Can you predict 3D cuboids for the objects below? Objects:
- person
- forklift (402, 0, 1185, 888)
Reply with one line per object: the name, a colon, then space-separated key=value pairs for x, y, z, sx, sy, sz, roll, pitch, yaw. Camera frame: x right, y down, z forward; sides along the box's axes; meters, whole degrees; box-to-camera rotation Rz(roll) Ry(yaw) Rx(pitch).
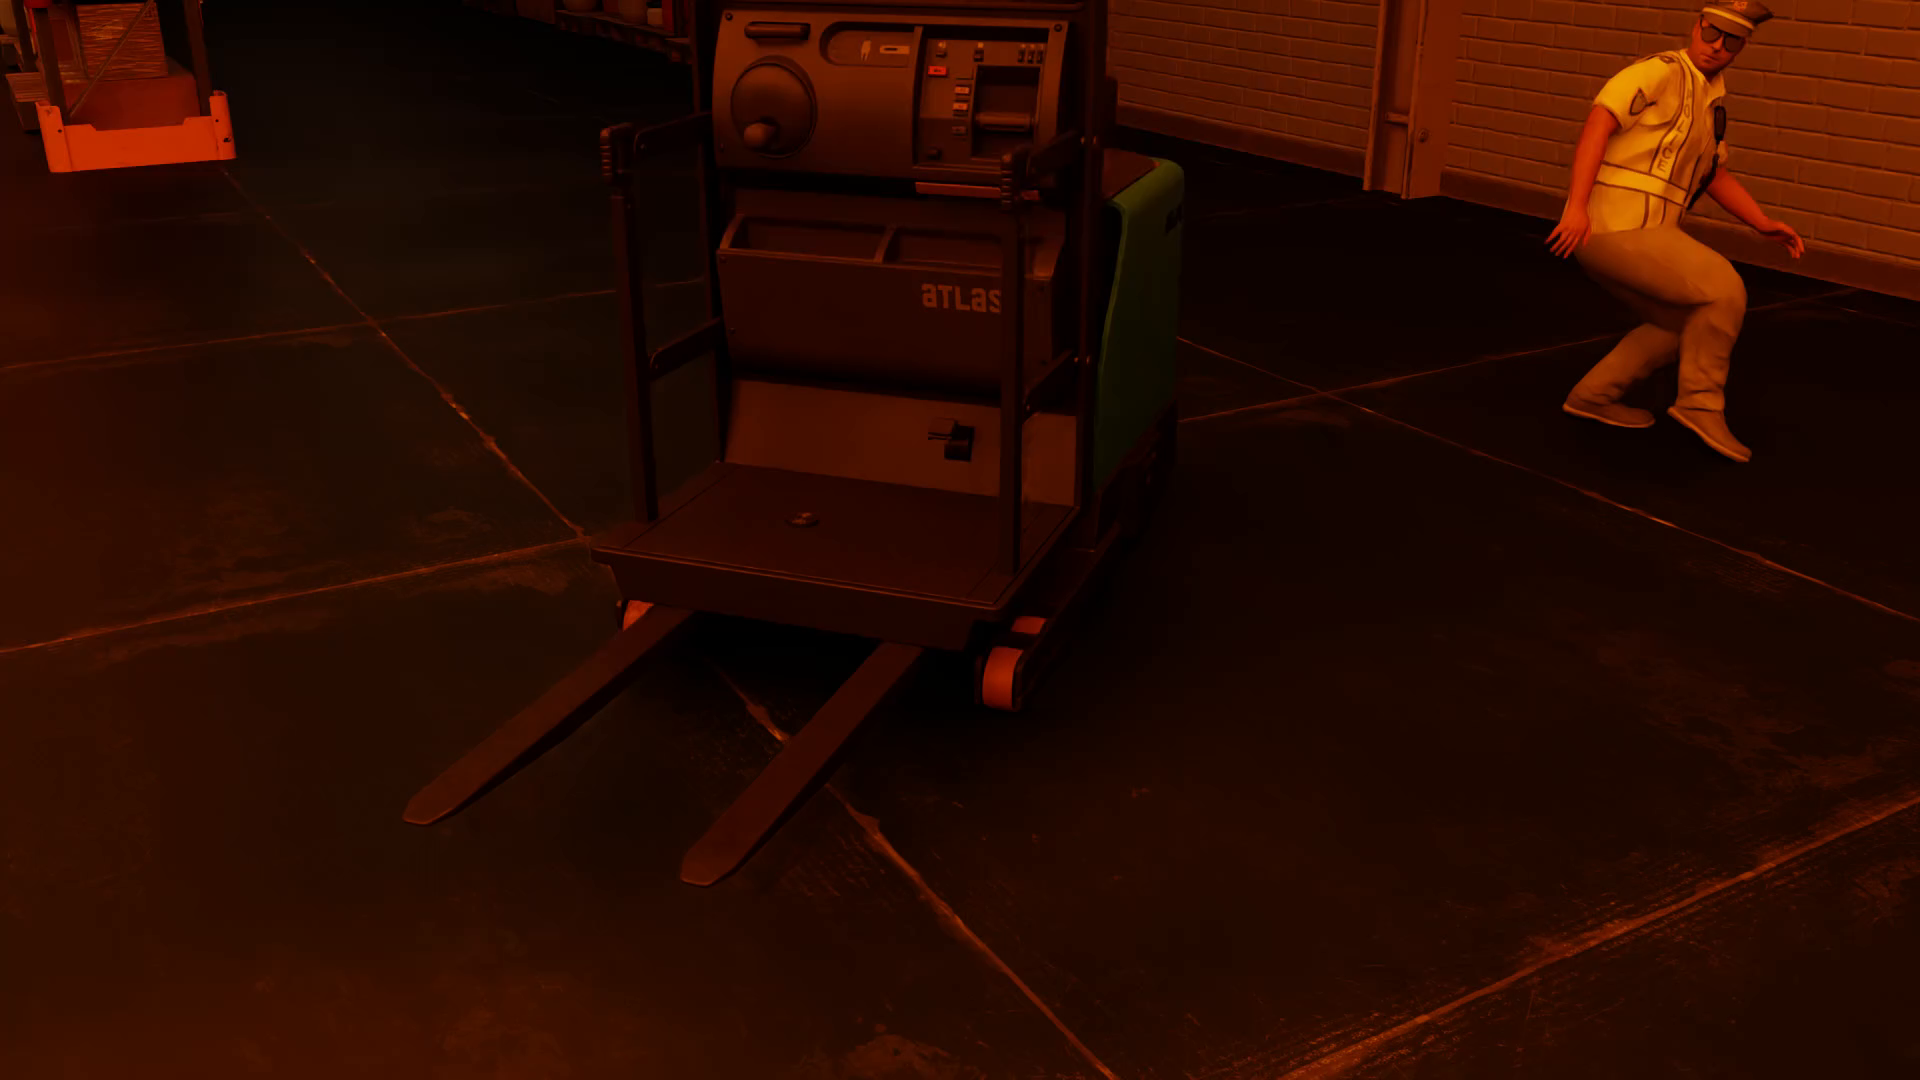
person: x=2.482 y=-1.072 z=5.720 sx=0.777 sy=1.570 sz=0.773 roll=12 pitch=25 yaw=27
forklift: x=-0.257 y=-1.105 z=3.967 sx=1.130 sy=2.935 sz=3.031 roll=8 pitch=24 yaw=18
